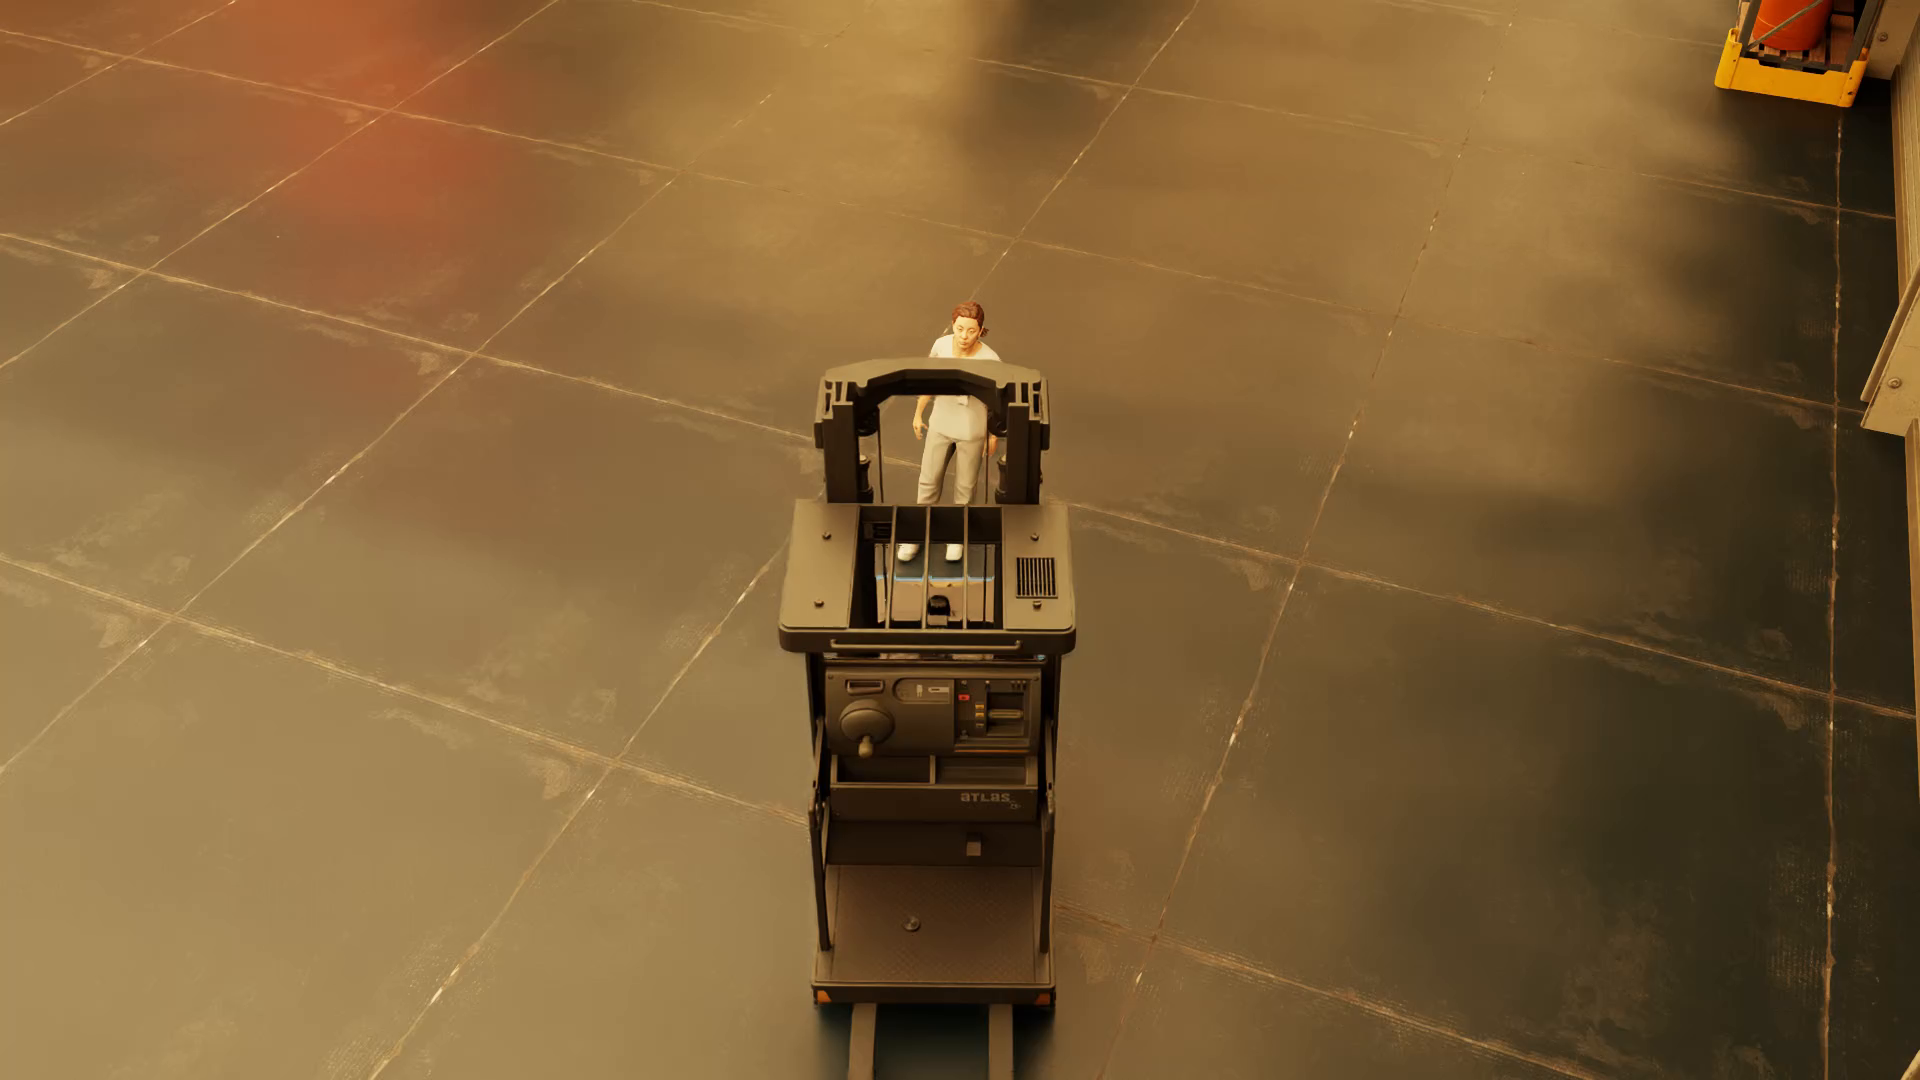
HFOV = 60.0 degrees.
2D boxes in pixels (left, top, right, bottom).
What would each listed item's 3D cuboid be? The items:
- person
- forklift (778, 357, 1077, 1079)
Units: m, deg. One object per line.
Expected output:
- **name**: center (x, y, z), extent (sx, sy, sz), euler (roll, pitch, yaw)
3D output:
- **person**: center (-0.041, -0.608, 9.699), extent (0.549, 1.675, 0.549), euler (15, 42, 17)
- **forklift**: center (-0.115, 0.825, 7.021), extent (1.130, 2.935, 3.031), euler (0, 40, 1)
